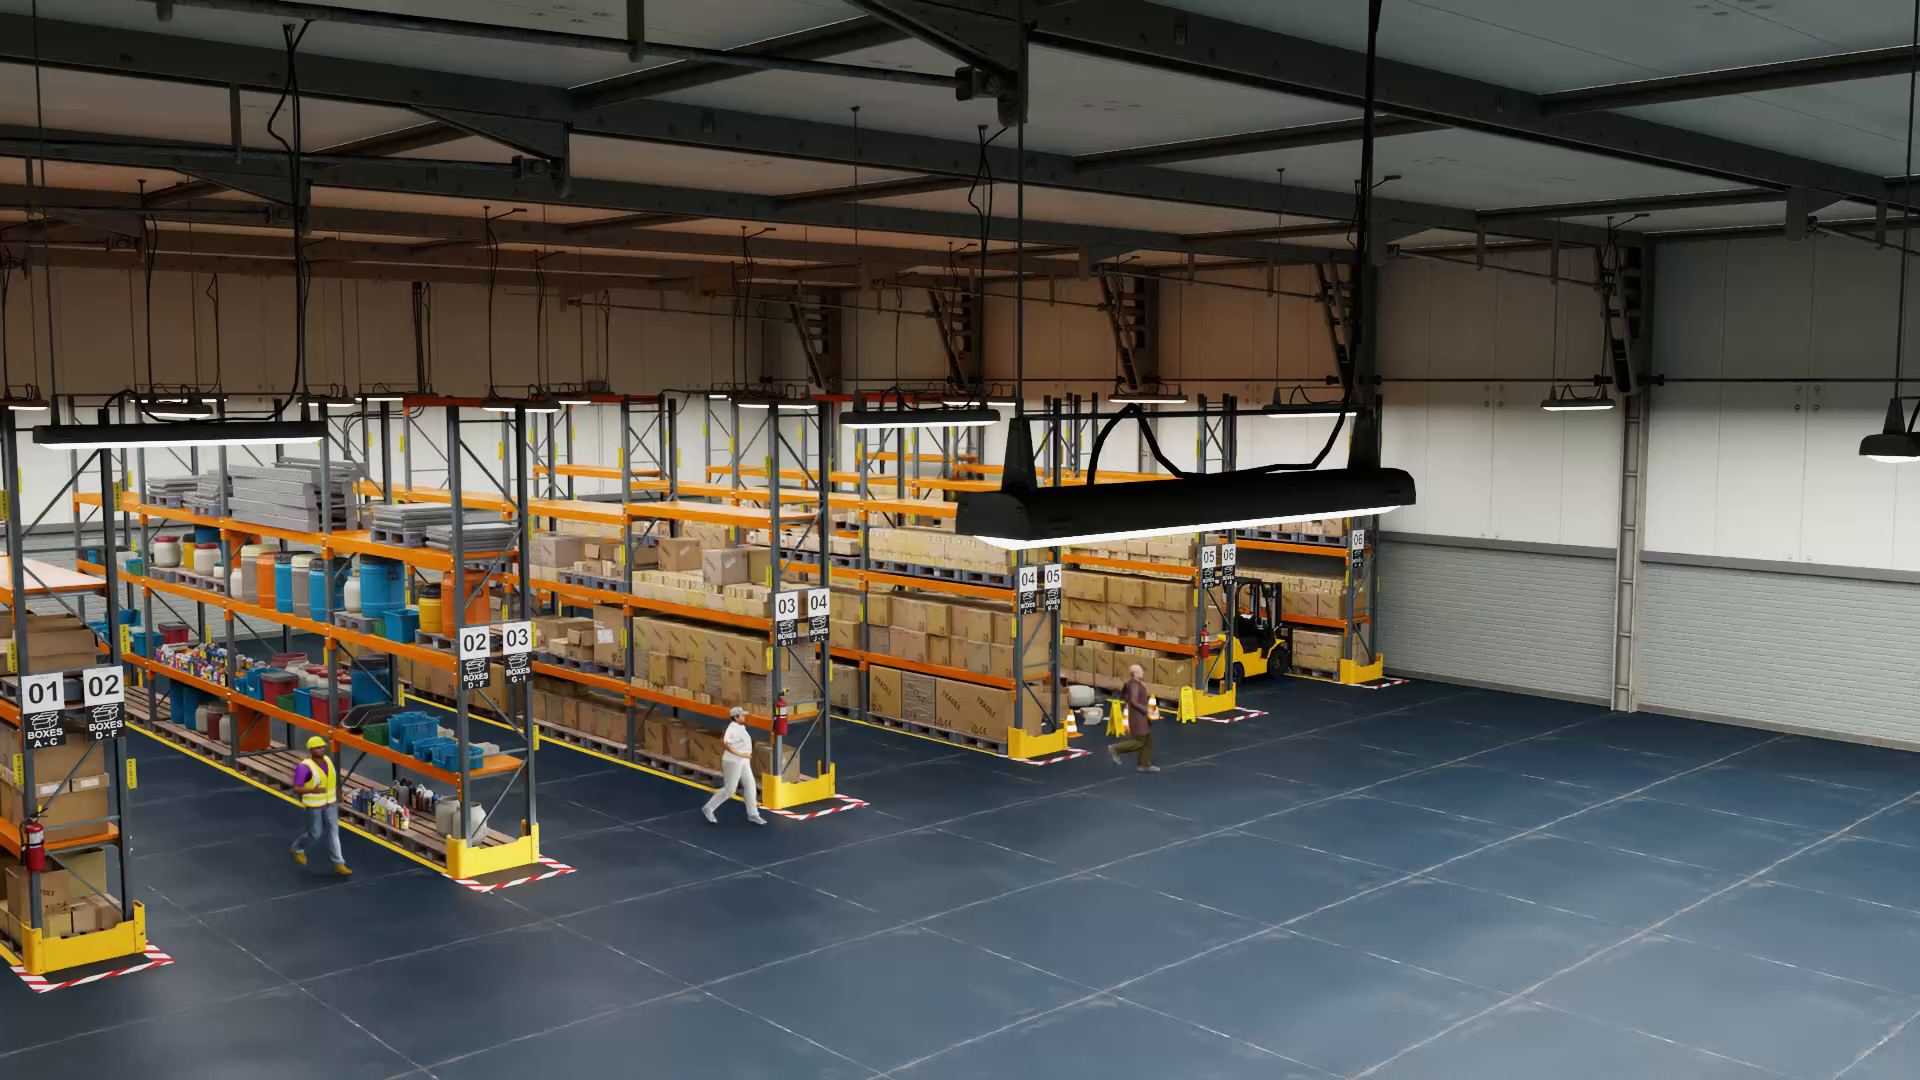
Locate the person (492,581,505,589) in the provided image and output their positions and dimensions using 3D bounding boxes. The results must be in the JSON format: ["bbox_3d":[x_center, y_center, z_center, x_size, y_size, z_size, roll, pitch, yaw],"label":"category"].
[{"bbox_3d":[-11.128,1.665,40.016,0.674,1.602,0.926,3,6,27],"label":"person"}]

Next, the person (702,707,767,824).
[{"bbox_3d":[-3.179,3.205,23.780,0.925,1.635,0.690,1,6,12],"label":"person"}]

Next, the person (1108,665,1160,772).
[{"bbox_3d":[2.812,2.876,26.806,0.861,1.751,0.723,0,6,1],"label":"person"}]

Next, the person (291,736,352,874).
[{"bbox_3d":[-8.158,3.366,21.204,1.007,1.739,0.703,3,6,31],"label":"person"}]
